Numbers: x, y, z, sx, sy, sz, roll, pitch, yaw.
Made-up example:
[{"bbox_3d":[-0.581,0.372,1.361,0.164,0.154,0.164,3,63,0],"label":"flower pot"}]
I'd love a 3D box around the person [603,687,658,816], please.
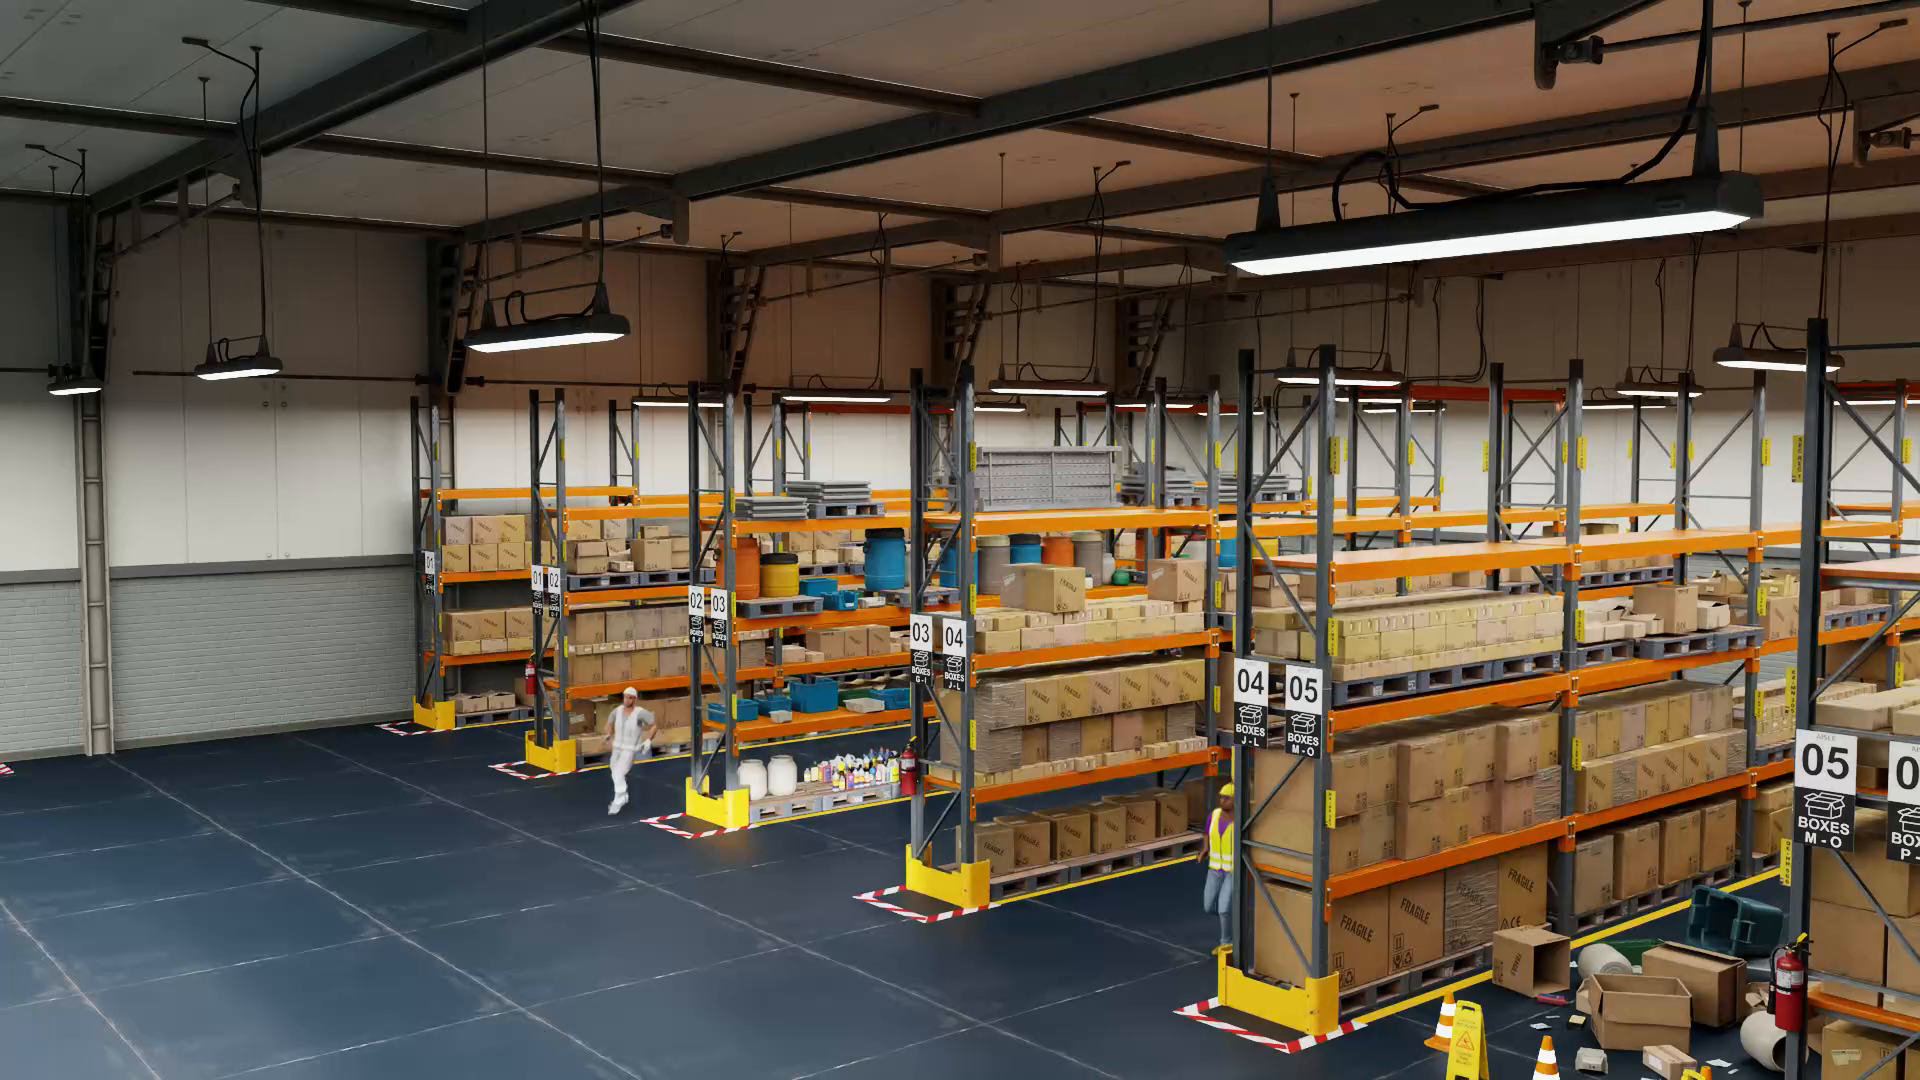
[{"bbox_3d":[-4.632,2.931,23.134,0.717,1.777,0.676,1,4,23],"label":"person"}]

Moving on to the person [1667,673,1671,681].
[{"bbox_3d":[11.013,2.854,25.837,0.633,1.606,0.616,-3,5,-42],"label":"person"}]

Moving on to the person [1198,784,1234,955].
[{"bbox_3d":[2.740,3.309,16.797,0.695,1.720,0.596,3,4,41],"label":"person"}]
